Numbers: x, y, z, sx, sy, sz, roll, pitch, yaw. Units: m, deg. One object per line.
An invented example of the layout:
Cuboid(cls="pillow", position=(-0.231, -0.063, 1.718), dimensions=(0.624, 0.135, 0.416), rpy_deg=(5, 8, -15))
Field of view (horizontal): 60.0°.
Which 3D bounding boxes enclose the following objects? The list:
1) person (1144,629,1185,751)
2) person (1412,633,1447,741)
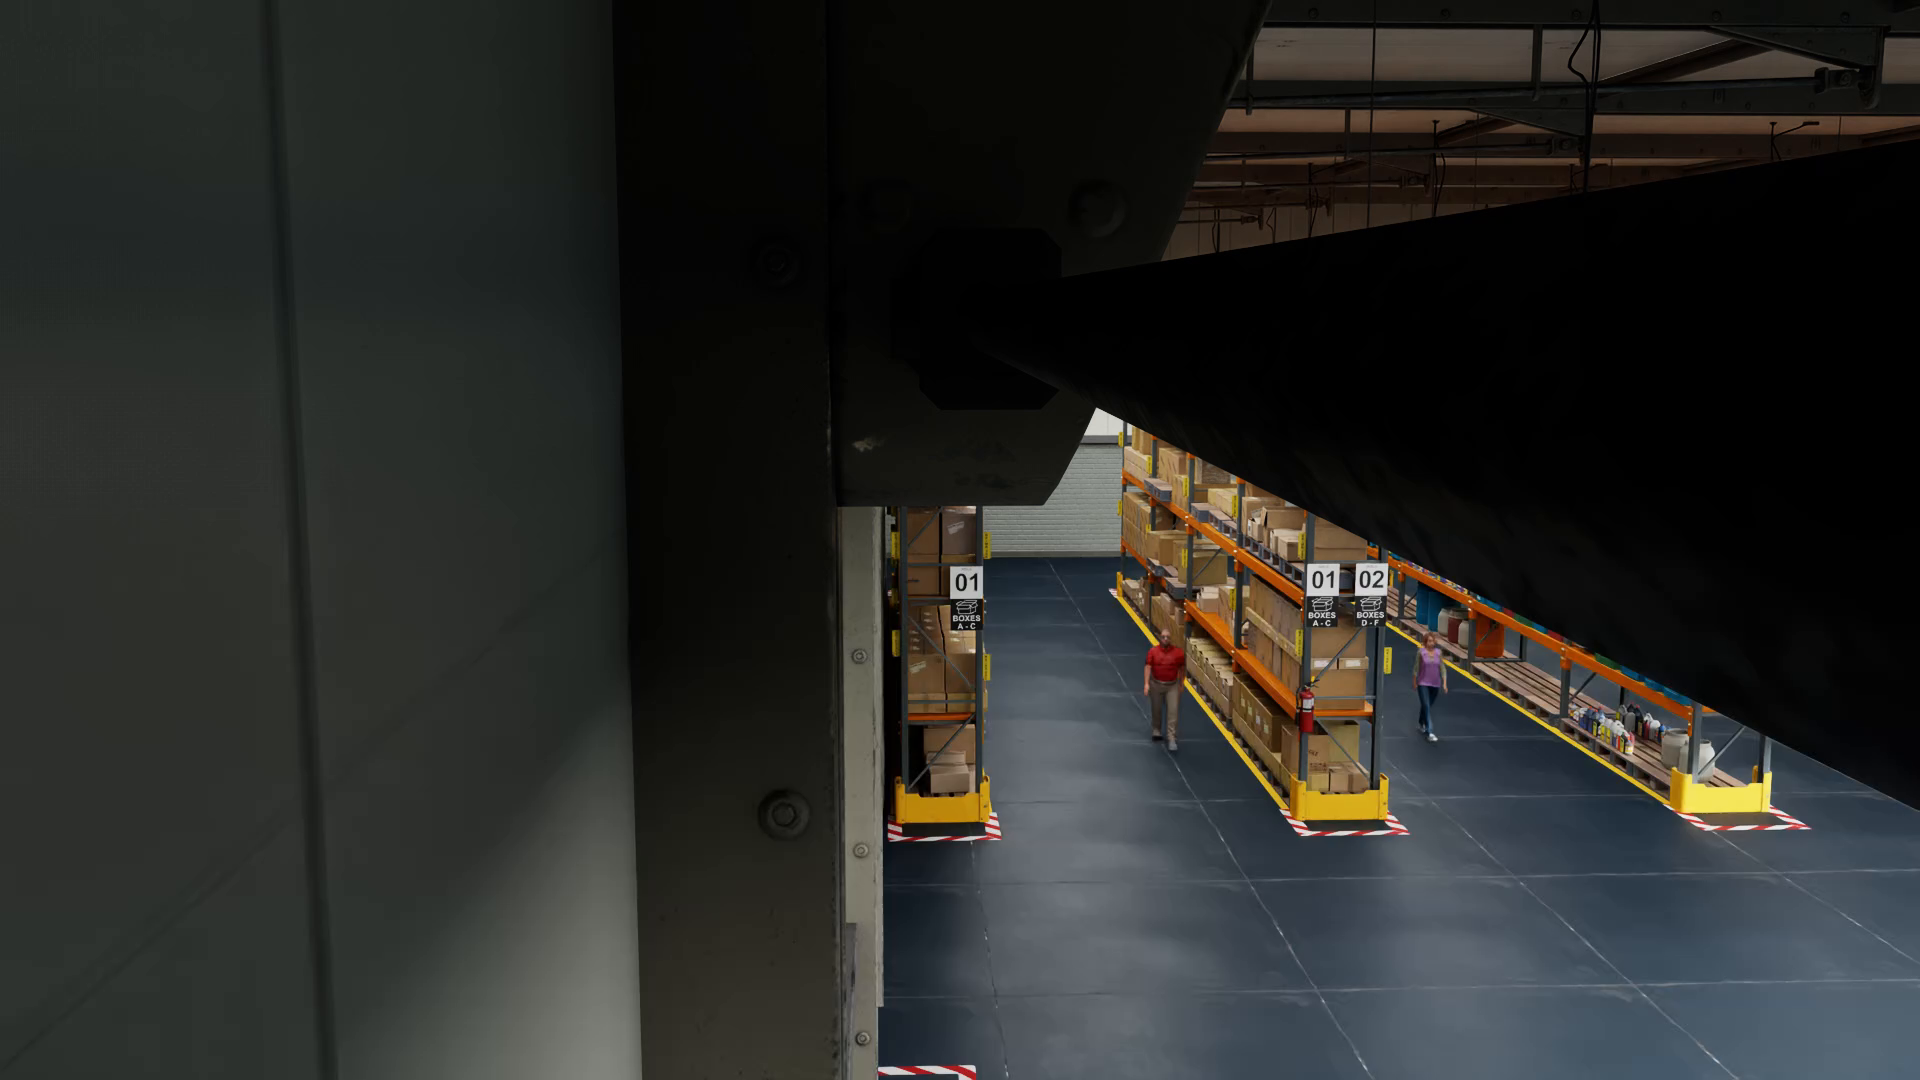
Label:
Cuboid(cls="person", position=(2.957, 2.118, 24.020), dimensions=(0.616, 1.656, 1.071), rpy_deg=(0, 8, 2))
Cuboid(cls="person", position=(6.913, 2.131, 24.381), dimensions=(0.431, 1.548, 0.943), rpy_deg=(-1, 8, -5))
